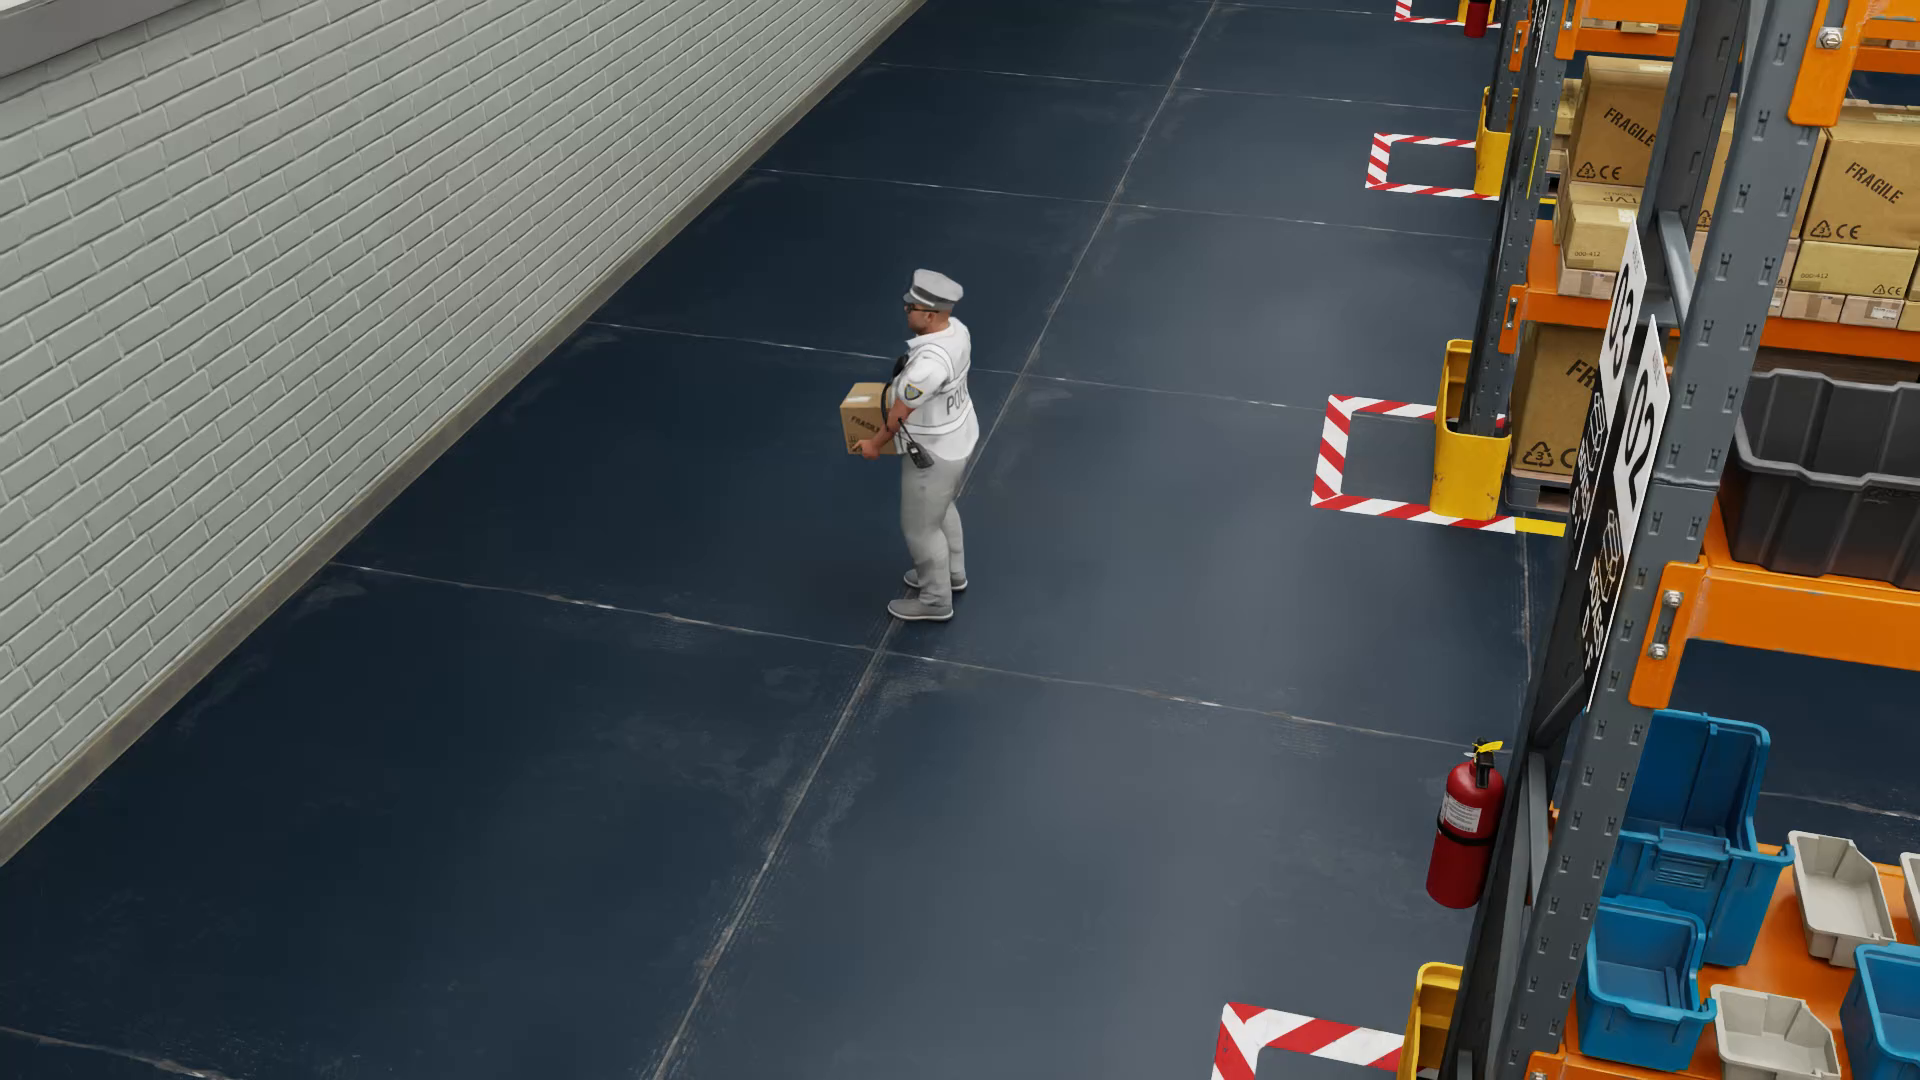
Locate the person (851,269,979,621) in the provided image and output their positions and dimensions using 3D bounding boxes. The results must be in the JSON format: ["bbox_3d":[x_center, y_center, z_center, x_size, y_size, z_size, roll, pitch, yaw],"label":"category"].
[{"bbox_3d":[-0.206,-0.445,7.815,0.565,1.772,0.490,8,33,12],"label":"person"}]
